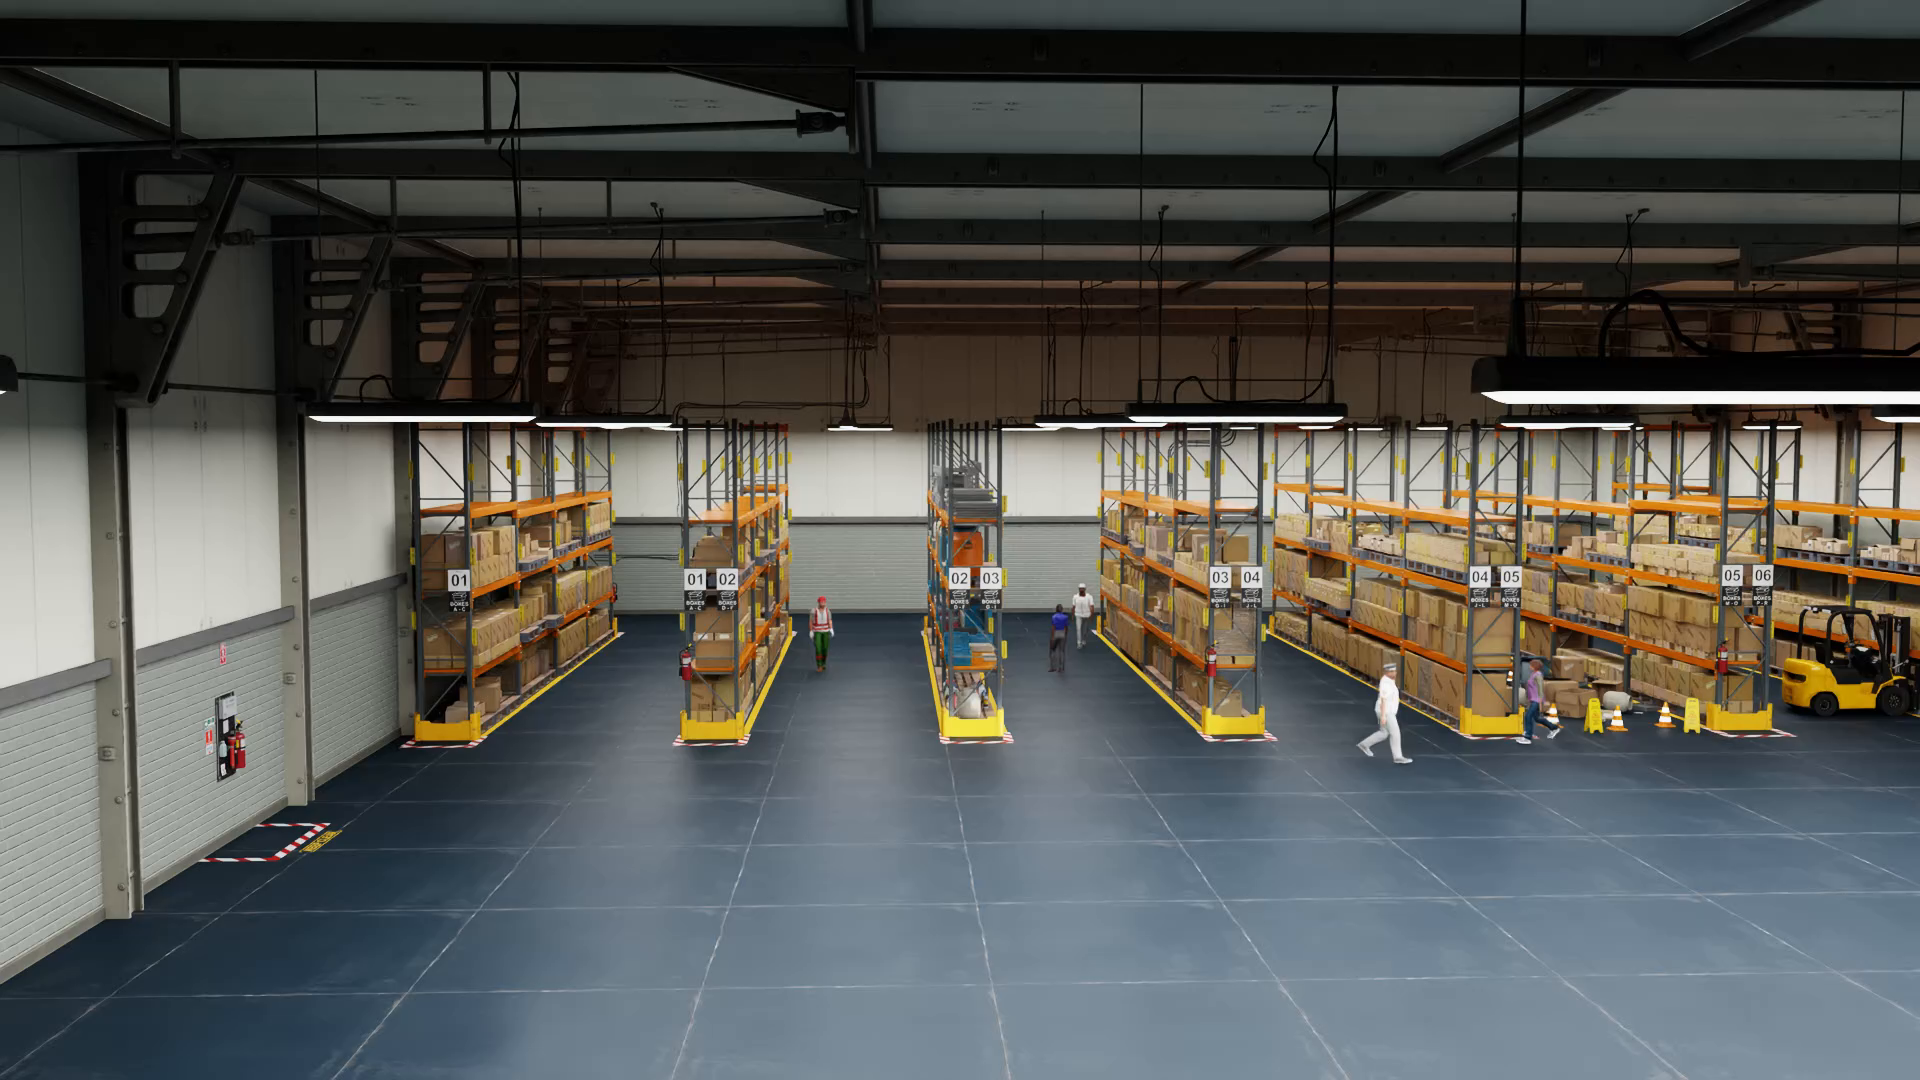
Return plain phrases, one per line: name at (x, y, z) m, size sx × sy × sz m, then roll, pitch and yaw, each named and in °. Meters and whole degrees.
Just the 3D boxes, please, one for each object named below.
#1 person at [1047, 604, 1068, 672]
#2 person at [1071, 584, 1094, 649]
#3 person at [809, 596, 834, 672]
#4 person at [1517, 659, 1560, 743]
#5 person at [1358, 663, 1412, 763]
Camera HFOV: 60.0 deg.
person at (2.375, 2.384, 39.798) m, size 0.460 × 1.684 × 0.612 m, roll -1°, pitch 4°, yaw -12°
person at (3.275, 2.017, 44.326) m, size 0.595 × 1.707 × 1.085 m, roll 0°, pitch 4°, yaw 1°
person at (-3.313, 2.272, 40.201) m, size 0.550 × 1.805 × 0.668 m, roll -2°, pitch 4°, yaw -24°
person at (10.672, 2.965, 30.627) m, size 0.847 × 1.560 × 0.416 m, roll 0°, pitch 4°, yaw -1°
person at (7.437, 2.997, 29.027) m, size 0.923 × 1.720 × 0.573 m, roll 1°, pitch 4°, yaw 18°
